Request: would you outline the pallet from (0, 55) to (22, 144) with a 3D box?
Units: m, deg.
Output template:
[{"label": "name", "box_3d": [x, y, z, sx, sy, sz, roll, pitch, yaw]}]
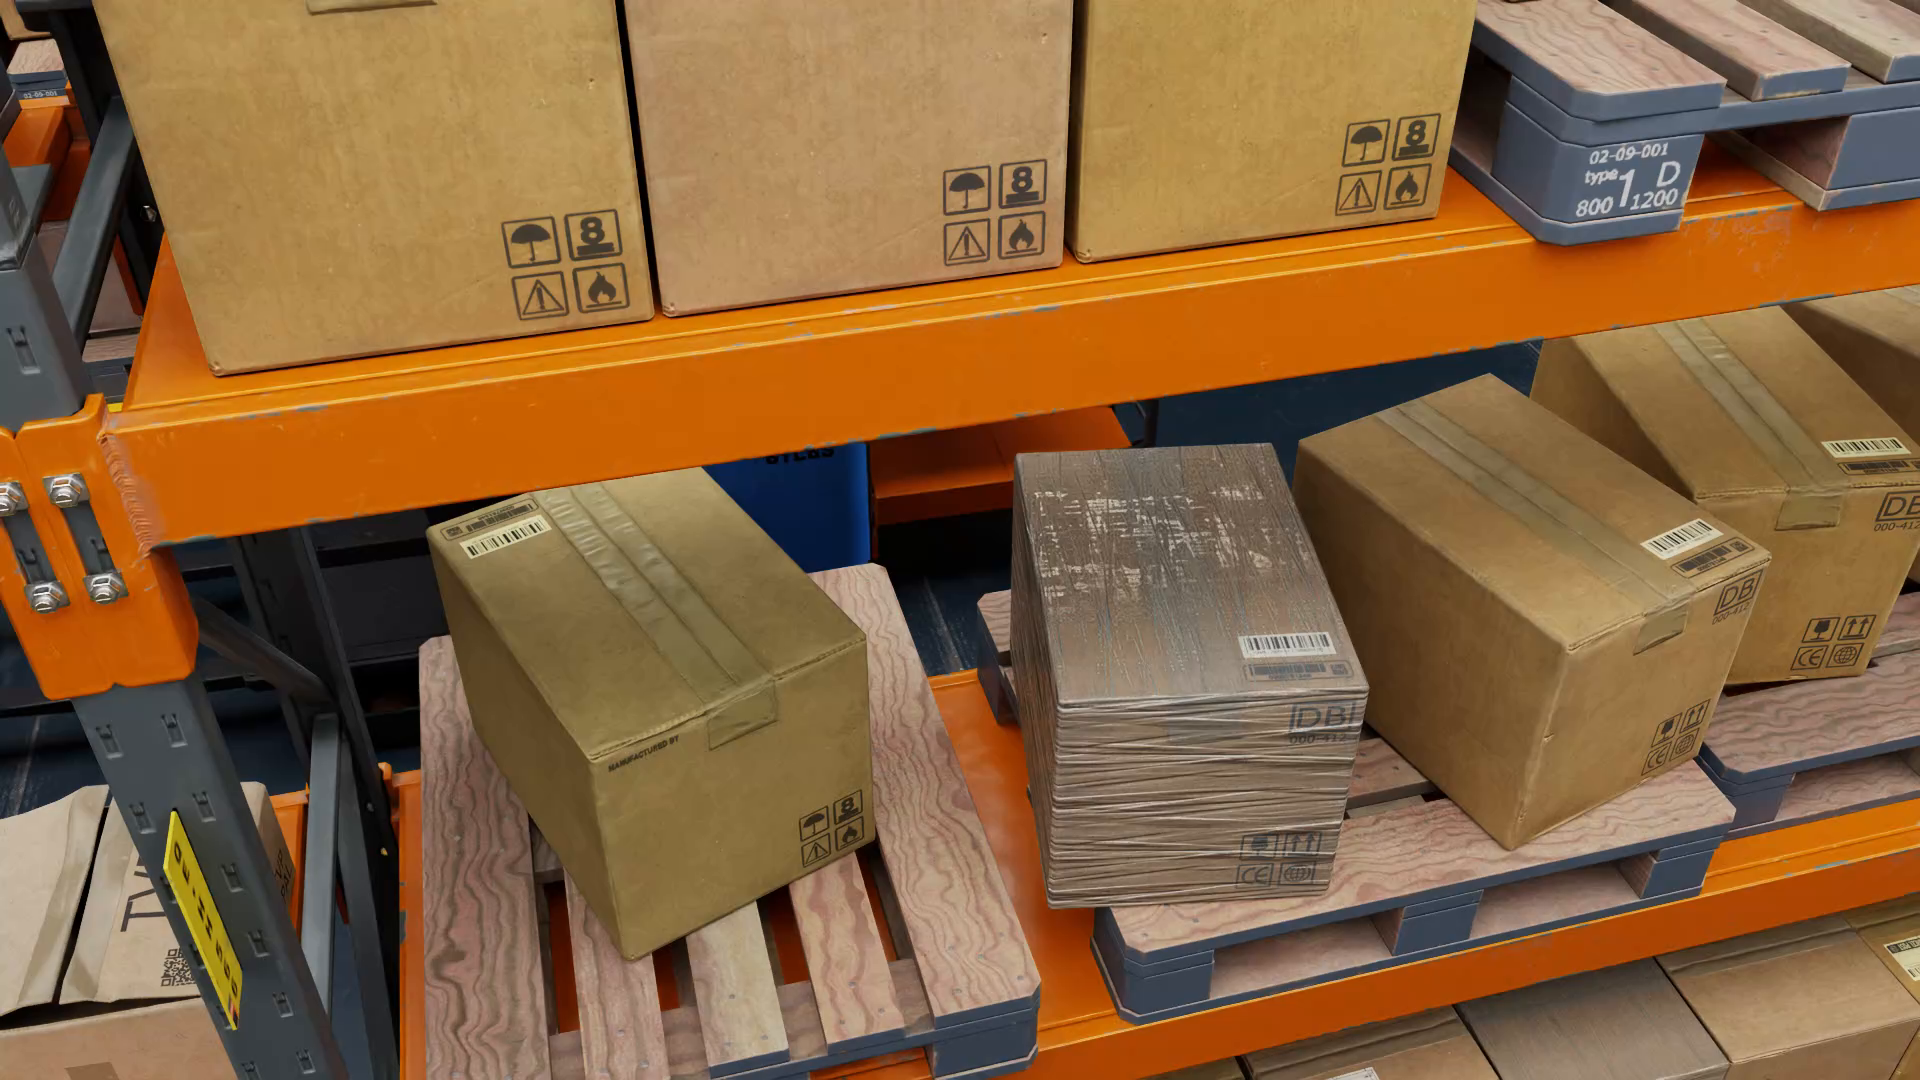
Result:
[{"label": "pallet", "box_3d": [-1.766, -0.320, 1.886, 1.003, 0.211, 1.213, -8, 38, -10]}]

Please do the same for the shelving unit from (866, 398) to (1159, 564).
[{"label": "shelving unit", "box_3d": [0.123, -0.456, 5.920, 1.048, 1.125, 0.538, -8, 38, -10]}]

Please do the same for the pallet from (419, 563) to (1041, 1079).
[{"label": "pallet", "box_3d": [-0.498, 0.564, 3.202, 1.003, 0.211, 1.213, -9, 38, -12]}]

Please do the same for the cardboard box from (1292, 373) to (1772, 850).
[{"label": "cardboard box", "box_3d": [1.038, 0.112, 3.207, 0.500, 0.500, 0.700, -19, 41, -23]}]

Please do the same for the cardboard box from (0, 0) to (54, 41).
[{"label": "cardboard box", "box_3d": [-3.413, -2.299, 6.342, 0.500, 0.500, 0.700, -13, 39, -16]}]

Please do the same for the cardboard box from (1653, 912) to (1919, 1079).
[{"label": "cardboard box", "box_3d": [1.847, 1.140, 3.986, 0.500, 0.500, 0.500, -9, 38, -12]}]

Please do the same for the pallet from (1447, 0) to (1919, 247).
[{"label": "pallet", "box_3d": [1.080, -0.886, 2.625, 1.003, 0.211, 1.213, -9, 38, -12]}]

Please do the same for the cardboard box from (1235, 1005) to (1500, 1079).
[{"label": "cardboard box", "box_3d": [0.872, 1.301, 3.775, 0.500, 0.500, 0.500, -11, 39, -13]}]

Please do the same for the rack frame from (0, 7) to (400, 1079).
[{"label": "rack frame", "box_3d": [-1.134, 0.636, 2.949, 0.127, 3.000, 1.000, -9, 38, -12]}]

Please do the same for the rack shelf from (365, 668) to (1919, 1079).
[{"label": "rack shelf", "box_3d": [0.797, 0.605, 3.582, 4.000, 0.370, 1.077, -9, 38, -12]}]

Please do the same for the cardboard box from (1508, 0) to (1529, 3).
[{"label": "cardboard box", "box_3d": [0.935, -1.186, 2.352, 0.600, 0.600, 0.600, -11, 39, -14]}]

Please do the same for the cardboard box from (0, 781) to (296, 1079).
[{"label": "cardboard box", "box_3d": [-1.496, 0.704, 2.935, 0.500, 0.311, 0.500, -7, 38, -9]}]

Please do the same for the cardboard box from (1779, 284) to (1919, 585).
[{"label": "cardboard box", "box_3d": [2.212, -0.260, 3.693, 0.500, 0.500, 0.700, -23, 43, -27]}]

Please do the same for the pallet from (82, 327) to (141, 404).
[{"label": "pallet", "box_3d": [-3.184, -1.038, 7.434, 1.213, 0.211, 1.003, -9, 38, -12]}]

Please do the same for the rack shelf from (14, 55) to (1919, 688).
[{"label": "rack shelf", "box_3d": [0.797, -0.586, 2.671, 4.000, 0.370, 1.077, -9, 38, -12]}]

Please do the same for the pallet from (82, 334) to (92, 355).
[{"label": "pallet", "box_3d": [-4.359, -0.847, 7.184, 1.213, 0.211, 1.003, -9, 38, -12]}]

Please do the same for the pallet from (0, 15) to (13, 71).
[{"label": "pallet", "box_3d": [-4.329, -1.855, 6.364, 1.213, 0.211, 1.003, -9, 38, -12]}]

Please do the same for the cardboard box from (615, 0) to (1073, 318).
[{"label": "cardboard box", "box_3d": [-0.229, -0.765, 2.230, 0.500, 0.500, 0.910, -9, 38, -12]}]

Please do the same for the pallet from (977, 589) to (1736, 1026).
[{"label": "pallet", "box_3d": [0.742, 0.402, 3.414, 1.213, 0.211, 1.003, -9, 38, -12]}]

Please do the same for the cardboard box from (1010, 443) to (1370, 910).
[{"label": "cardboard box", "box_3d": [0.378, 0.231, 3.051, 0.500, 0.500, 0.700, -3, 37, -3]}]

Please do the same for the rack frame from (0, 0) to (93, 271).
[{"label": "rack frame", "box_3d": [-1.134, -1.747, 1.127, 0.127, 3.000, 1.000, -9, 38, -12]}]

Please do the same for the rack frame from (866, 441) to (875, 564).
[{"label": "rack frame", "box_3d": [-0.373, -0.387, 5.830, 0.032, 1.125, 0.500, -8, 38, -10]}]

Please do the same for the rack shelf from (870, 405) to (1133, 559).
[{"label": "rack shelf", "box_3d": [0.123, -0.262, 6.069, 1.000, 0.278, 0.538, -8, 38, -10]}]

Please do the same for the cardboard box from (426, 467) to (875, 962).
[{"label": "cardboard box", "box_3d": [-0.555, 0.264, 3.008, 0.500, 0.500, 0.700, -23, 43, -27]}]

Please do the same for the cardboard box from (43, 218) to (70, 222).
[{"label": "cardboard box", "box_3d": [-3.677, -1.550, 6.886, 0.500, 0.250, 0.500, -9, 38, -11]}]

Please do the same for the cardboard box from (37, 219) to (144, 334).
[{"label": "cardboard box", "box_3d": [-3.638, -1.293, 7.166, 0.500, 0.500, 0.700, -9, 38, -12]}]

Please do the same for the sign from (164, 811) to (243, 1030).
[{"label": "sign", "box_3d": [-0.986, 0.501, 2.173, 0.005, 0.325, 0.100, -9, 38, -12]}]

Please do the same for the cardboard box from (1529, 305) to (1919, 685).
[{"label": "cardboard box", "box_3d": [1.565, -0.114, 3.502, 0.500, 0.500, 0.700, -4, 38, -5]}]

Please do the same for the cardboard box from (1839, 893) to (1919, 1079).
[{"label": "cardboard box", "box_3d": [2.326, 1.067, 4.082, 0.500, 0.500, 0.500, -10, 38, -12]}]

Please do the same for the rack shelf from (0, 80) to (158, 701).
[{"label": "rack shelf", "box_3d": [-3.065, 0.047, 1.843, 4.000, 0.370, 1.077, -9, 38, -12]}]

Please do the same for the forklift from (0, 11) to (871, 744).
[{"label": "forklift", "box_3d": [-1.855, -0.831, 4.924, 3.031, 2.935, 1.130, -8, 38, -10]}]

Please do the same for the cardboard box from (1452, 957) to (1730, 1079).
[{"label": "cardboard box", "box_3d": [1.363, 1.220, 3.882, 0.500, 0.500, 0.500, -9, 38, -11]}]

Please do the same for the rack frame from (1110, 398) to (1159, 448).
[{"label": "rack frame", "box_3d": [0.618, -0.525, 6.010, 0.032, 1.125, 0.500, -8, 38, -10]}]

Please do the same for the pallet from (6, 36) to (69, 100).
[{"label": "pallet", "box_3d": [-3.089, -2.017, 6.576, 1.003, 0.211, 1.213, -9, 38, -12]}]

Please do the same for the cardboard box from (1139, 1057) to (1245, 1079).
[{"label": "cardboard box", "box_3d": [0.370, 1.387, 3.663, 0.500, 0.500, 0.500, -10, 38, -13]}]

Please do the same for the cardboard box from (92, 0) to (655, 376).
[{"label": "cardboard box", "box_3d": [-0.721, -0.684, 2.124, 0.500, 0.500, 0.910, -9, 38, -12]}]

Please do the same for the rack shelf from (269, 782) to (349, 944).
[{"label": "rack shelf", "box_3d": [-3.065, 1.239, 2.754, 4.000, 0.370, 1.077, -9, 38, -12]}]

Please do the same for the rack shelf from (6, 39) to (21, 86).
[{"label": "rack shelf", "box_3d": [-4.360, -1.666, 6.552, 4.000, 0.370, 1.077, -9, 38, -12]}]

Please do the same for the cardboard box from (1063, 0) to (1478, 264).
[{"label": "cardboard box", "box_3d": [0.273, -0.847, 2.337, 0.500, 0.500, 0.910, -9, 38, -12]}]

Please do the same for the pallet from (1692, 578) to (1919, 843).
[{"label": "pallet", "box_3d": [1.928, 0.141, 3.754, 1.213, 0.211, 1.003, -9, 38, -12]}]
